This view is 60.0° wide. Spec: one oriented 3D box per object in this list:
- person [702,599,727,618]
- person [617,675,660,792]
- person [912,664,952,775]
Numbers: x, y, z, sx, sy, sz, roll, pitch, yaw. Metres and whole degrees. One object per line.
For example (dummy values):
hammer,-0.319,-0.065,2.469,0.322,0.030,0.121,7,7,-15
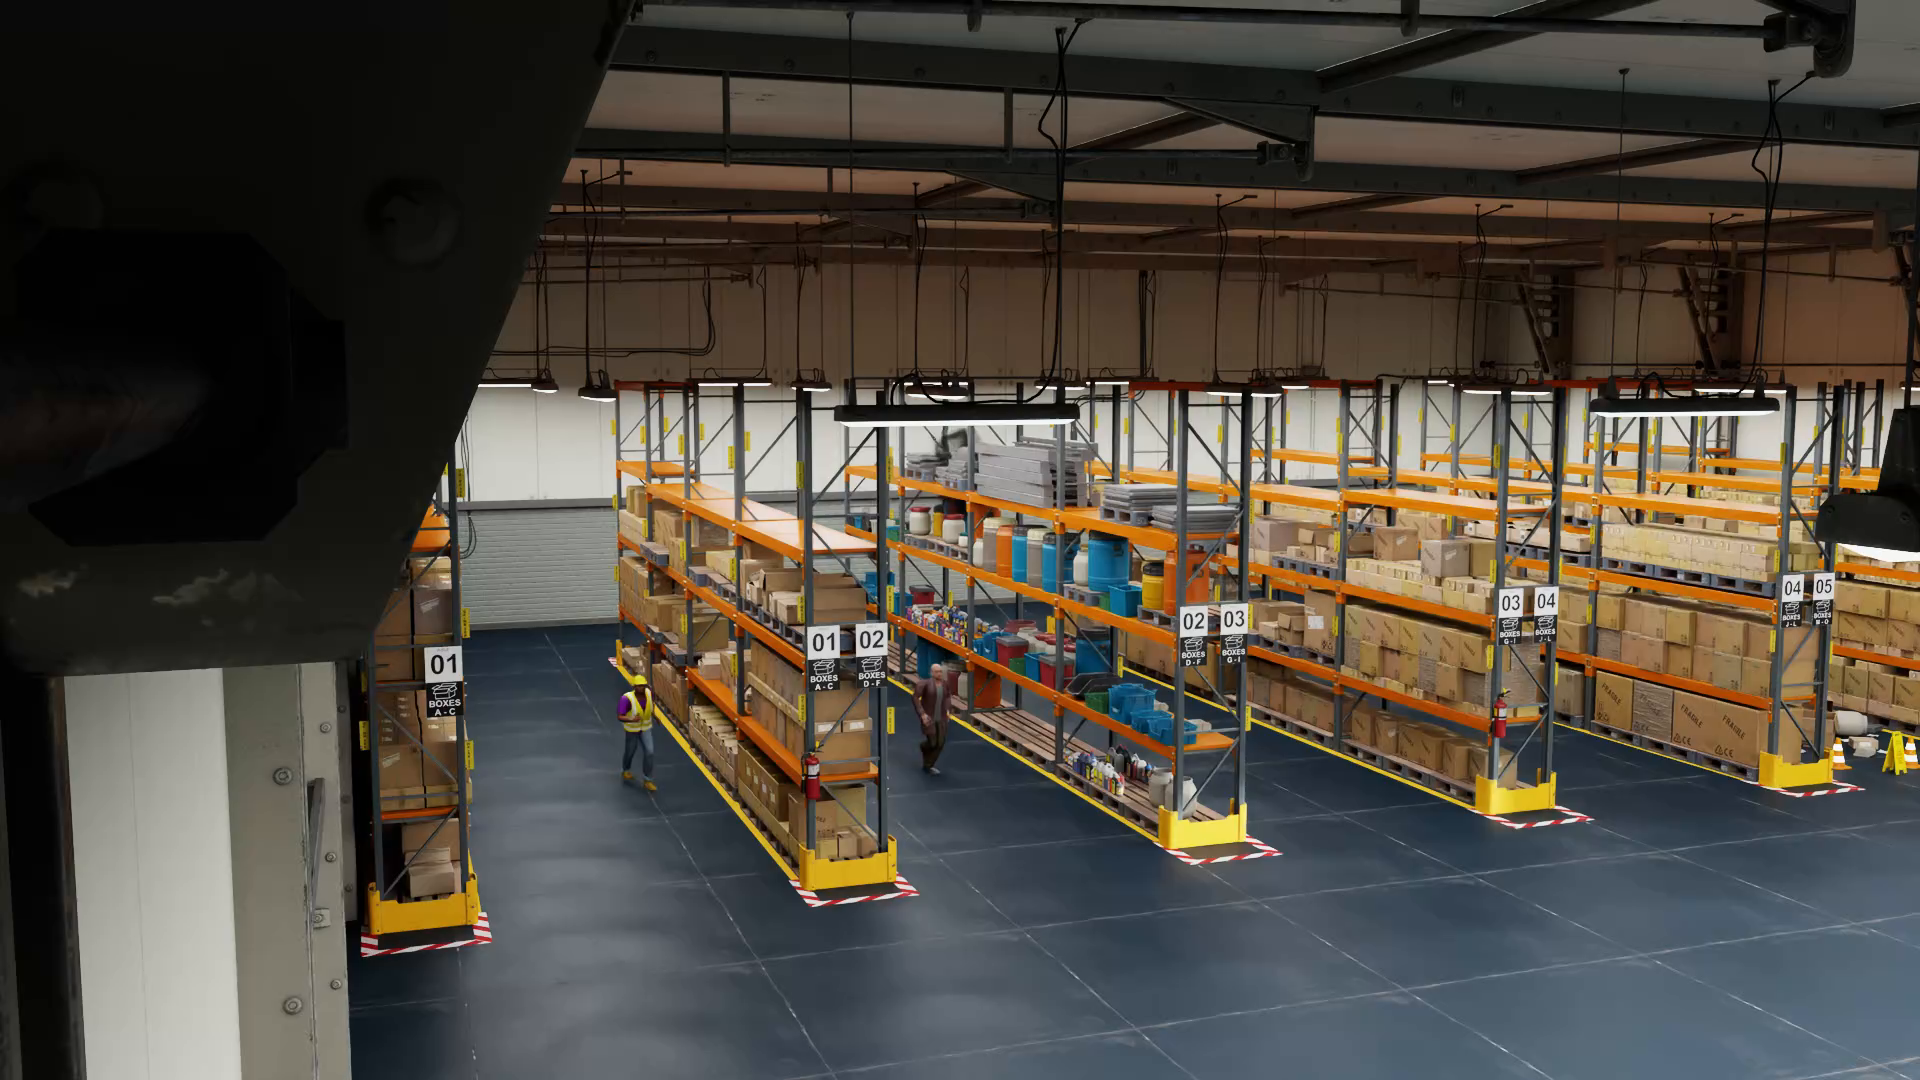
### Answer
person,-5.189,1.656,35.820,0.996,1.779,0.700,6,8,44
person,-4.817,2.842,24.868,0.715,1.736,0.983,-3,7,-29
person,-0.456,2.757,25.845,0.710,1.725,0.638,-3,7,-29
